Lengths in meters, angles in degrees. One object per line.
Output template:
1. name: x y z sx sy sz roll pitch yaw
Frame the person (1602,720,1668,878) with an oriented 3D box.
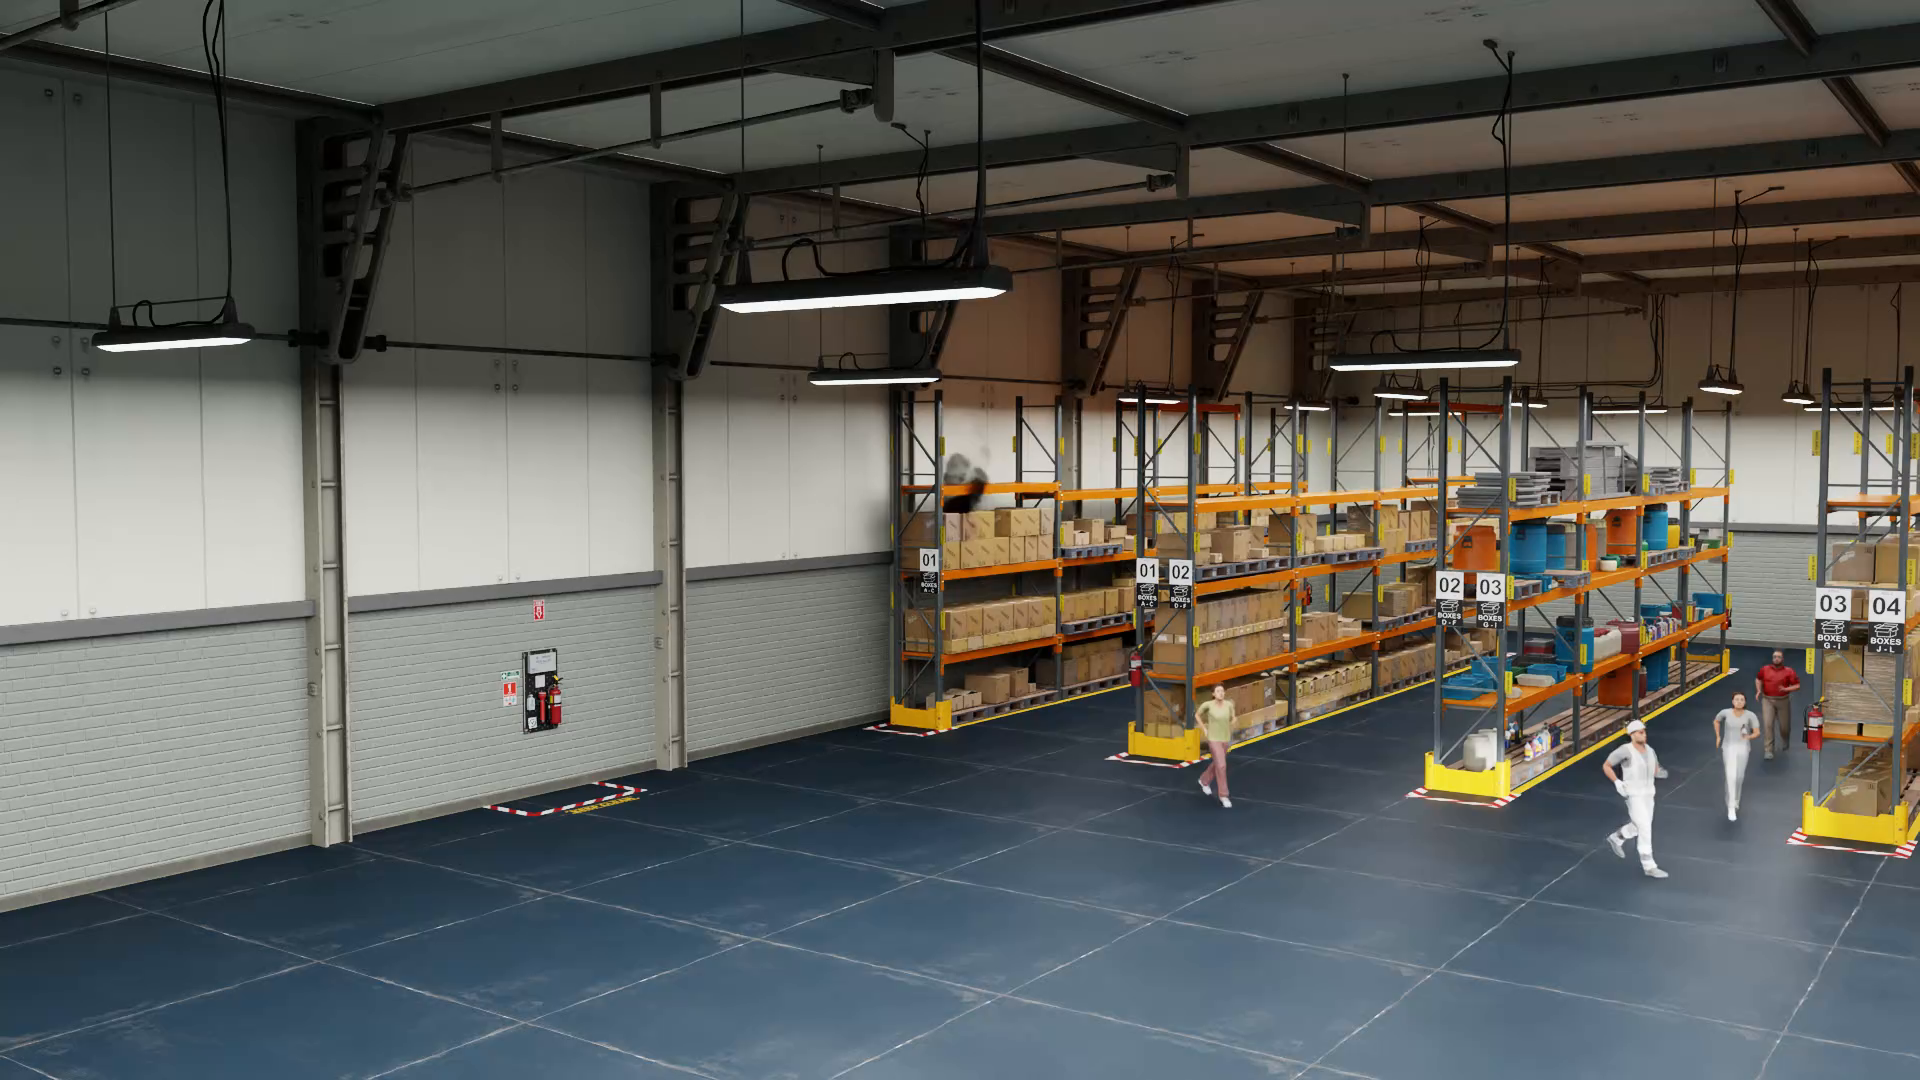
1. person: 7.945 2.999 19.514 0.665 1.768 0.981 -2 4 -26

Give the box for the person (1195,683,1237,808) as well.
1. person: 3.643 2.845 23.416 0.558 1.693 0.894 -1 3 -22

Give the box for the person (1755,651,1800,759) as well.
1. person: 13.129 2.632 26.749 0.673 1.699 0.911 2 4 33

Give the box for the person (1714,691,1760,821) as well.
1. person: 10.525 2.936 22.535 0.549 1.614 0.795 1 3 18
